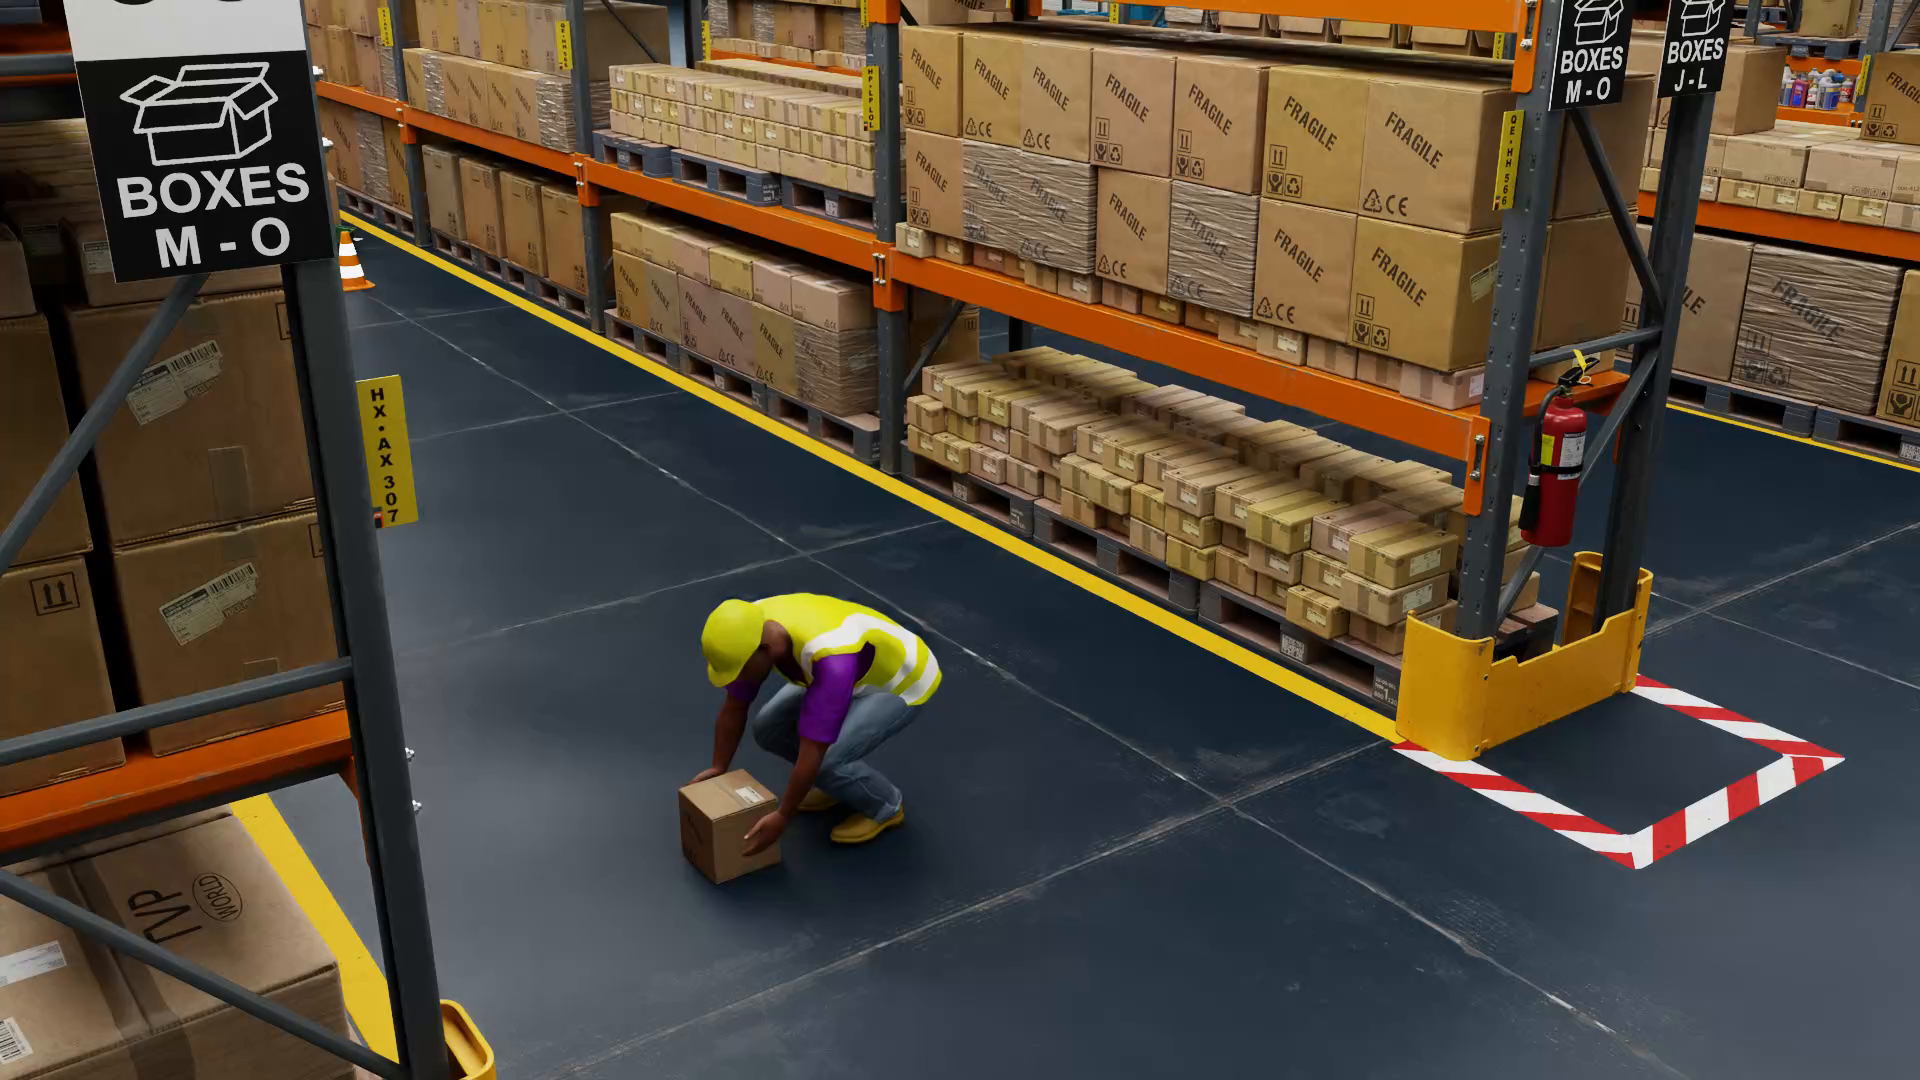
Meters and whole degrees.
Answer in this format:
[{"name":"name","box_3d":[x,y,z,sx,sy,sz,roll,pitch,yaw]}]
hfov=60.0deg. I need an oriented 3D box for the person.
[{"name":"person","box_3d":[-0.470,0.573,5.675,0.893,0.975,0.580,-15,26,-33]}]
